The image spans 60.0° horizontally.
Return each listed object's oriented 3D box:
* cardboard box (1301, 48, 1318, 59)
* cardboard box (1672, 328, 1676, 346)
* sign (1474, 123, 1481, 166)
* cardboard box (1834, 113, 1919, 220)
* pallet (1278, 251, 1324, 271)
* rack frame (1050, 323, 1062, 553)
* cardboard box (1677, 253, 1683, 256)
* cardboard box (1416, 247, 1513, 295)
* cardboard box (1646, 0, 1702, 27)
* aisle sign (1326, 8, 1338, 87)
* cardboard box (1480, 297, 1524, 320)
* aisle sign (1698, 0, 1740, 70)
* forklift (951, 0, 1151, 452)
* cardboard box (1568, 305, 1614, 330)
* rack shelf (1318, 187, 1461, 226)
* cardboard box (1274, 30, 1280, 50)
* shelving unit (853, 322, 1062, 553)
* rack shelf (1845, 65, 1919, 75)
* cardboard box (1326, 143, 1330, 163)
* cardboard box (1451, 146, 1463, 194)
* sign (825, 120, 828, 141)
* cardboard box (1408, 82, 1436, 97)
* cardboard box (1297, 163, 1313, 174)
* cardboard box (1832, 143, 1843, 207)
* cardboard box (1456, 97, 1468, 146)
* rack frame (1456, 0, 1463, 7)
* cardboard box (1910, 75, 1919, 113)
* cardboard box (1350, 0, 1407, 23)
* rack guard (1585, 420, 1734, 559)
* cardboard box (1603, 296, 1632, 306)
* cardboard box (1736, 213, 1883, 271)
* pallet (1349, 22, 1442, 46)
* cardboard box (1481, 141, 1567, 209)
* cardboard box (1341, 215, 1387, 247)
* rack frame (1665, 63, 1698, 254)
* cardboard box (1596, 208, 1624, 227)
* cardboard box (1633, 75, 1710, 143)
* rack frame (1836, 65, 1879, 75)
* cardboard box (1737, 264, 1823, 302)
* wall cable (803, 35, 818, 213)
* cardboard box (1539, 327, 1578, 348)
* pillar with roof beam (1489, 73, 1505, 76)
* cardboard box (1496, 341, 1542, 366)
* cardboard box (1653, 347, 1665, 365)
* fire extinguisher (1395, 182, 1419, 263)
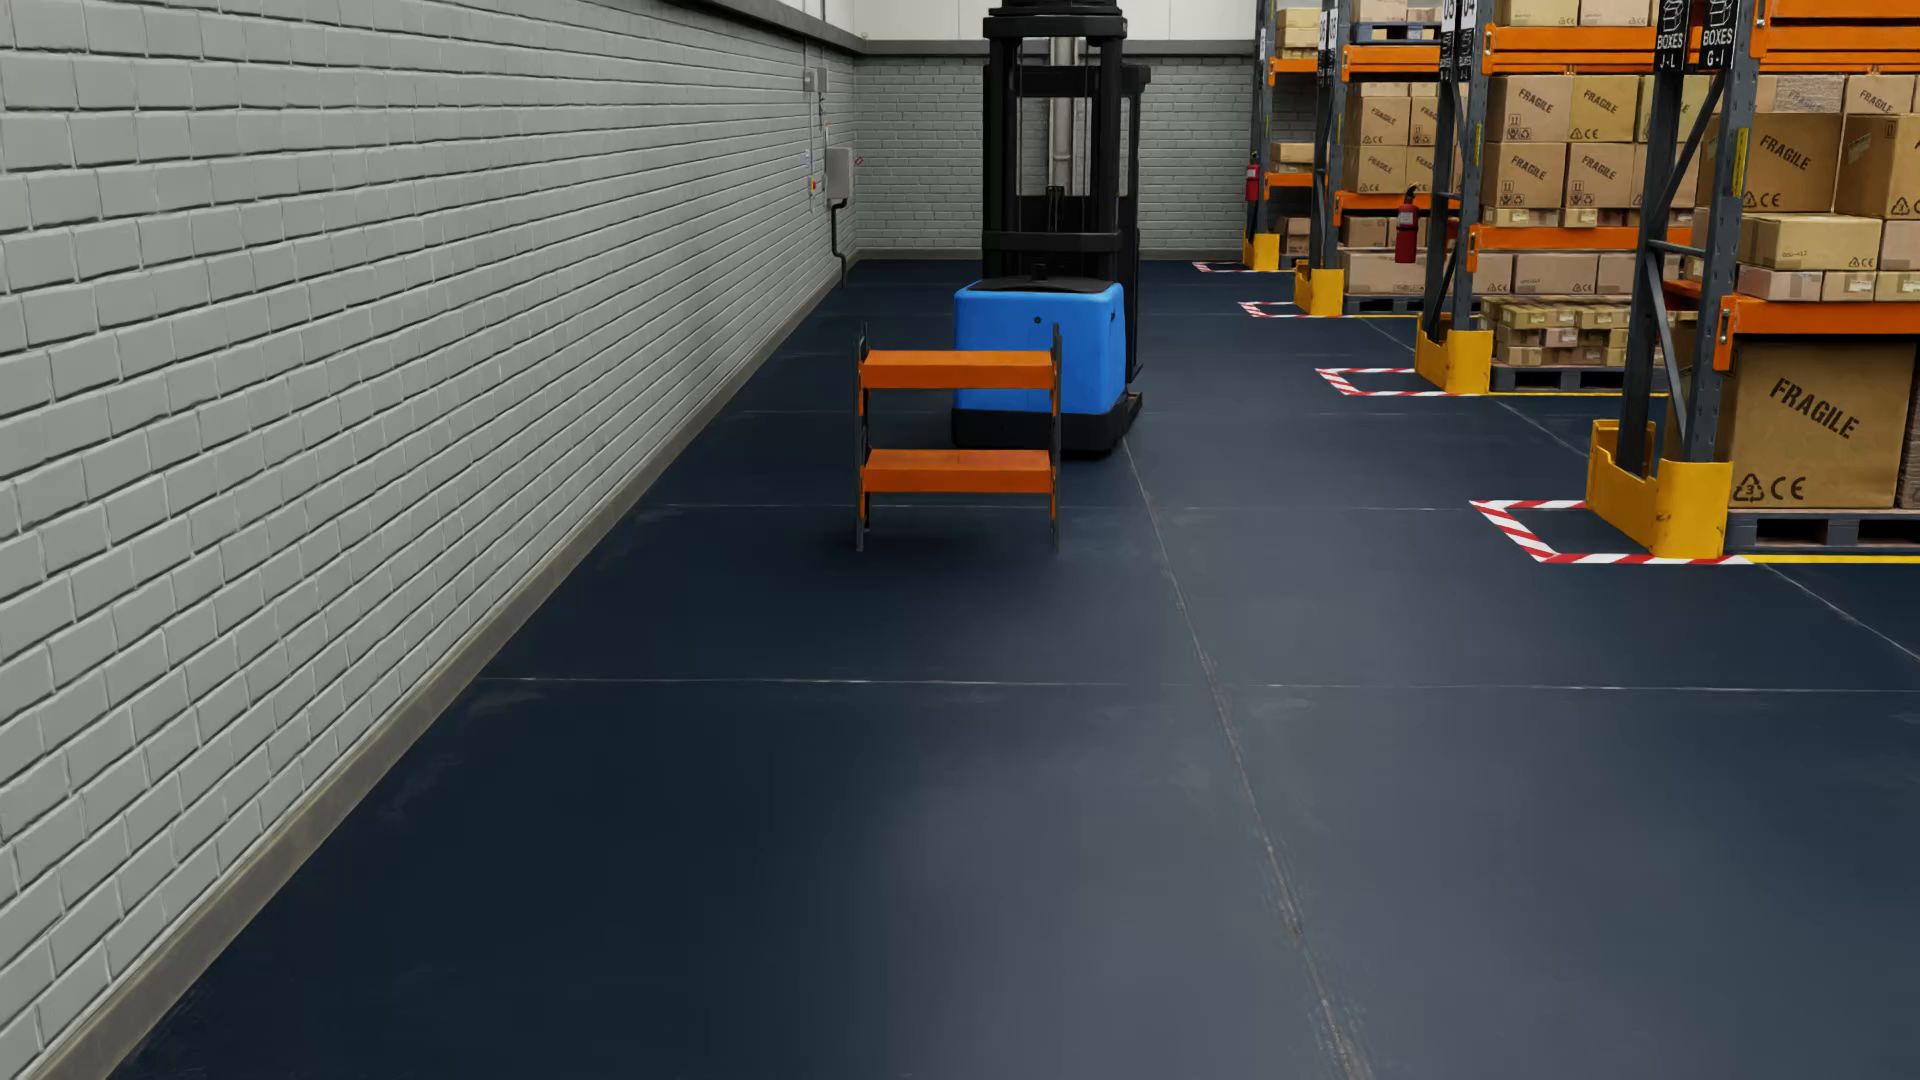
[{"bbox_3d":[4.721,-6.568,22.466,0.250,0.149,0.380,1,15,2],"label":"cardboard box"},{"bbox_3d":[5.827,-1.673,13.482,0.250,0.149,0.380,1,15,4],"label":"cardboard box"},{"bbox_3d":[3.984,-3.046,12.810,0.005,0.325,0.100,0,15,1],"label":"sign"},{"bbox_3d":[4.742,-1.861,8.253,0.500,0.500,0.500,0,15,0],"label":"cardboard box"},{"bbox_3d":[5.019,-3.941,23.365,1.213,0.211,1.003,0,15,1],"label":"pallet"},{"bbox_3d":[0.501,-0.541,8.684,0.032,1.125,0.500,0,15,1],"label":"rack frame"},{"bbox_3d":[9.654,-4.198,22.947,0.500,0.500,0.500,0,15,0],"label":"cardboard box"},{"bbox_3d":[5.600,-3.011,18.571,0.875,0.438,0.875,1,15,3],"label":"cardboard box"},{"bbox_3d":[5.481,-4.071,12.806,0.500,0.250,0.500,0,15,0],"label":"cardboard box"},{"bbox_3d":[3.943,-5.213,17.622,0.004,0.787,0.394,0,15,1],"label":"aisle sign"},{"bbox_3d":[4.533,-1.940,13.911,0.250,0.149,0.380,1,15,2],"label":"cardboard box"},{"bbox_3d":[3.690,-2.683,8.033,0.004,0.787,0.394,0,15,1],"label":"aisle sign"},{"bbox_3d":[0.751,-2.323,11.901,1.130,2.935,3.031,3,15,12],"label":"forklift"},{"bbox_3d":[5.040,-1.783,13.317,0.250,0.149,0.380,0,15,1],"label":"cardboard box"},{"bbox_3d":[6.022,-3.668,18.275,4.000,0.370,1.077,0,15,1],"label":"rack shelf"},{"bbox_3d":[4.597,-6.883,22.881,0.500,0.250,0.500,0,15,0],"label":"cardboard box"},{"bbox_3d":[-0.007,-0.544,8.697,1.048,1.125,0.538,0,15,1],"label":"shelving unit"},{"bbox_3d":[14.143,-6.333,22.492,4.000,0.370,1.077,0,15,1],"label":"rack shelf"},{"bbox_3d":[5.096,-5.292,22.727,0.500,0.250,0.500,1,15,2],"label":"cardboard box"},{"bbox_3d":[5.510,-3.997,17.914,0.500,0.500,0.500,0,15,1],"label":"cardboard box"},{"bbox_3d":[-1.624,-4.981,20.222,0.001,0.242,0.339,0,15,1],"label":"sign"},{"bbox_3d":[4.891,-4.787,17.678,0.250,0.149,0.380,1,15,3],"label":"cardboard box"},{"bbox_3d":[4.723,-5.112,22.827,0.250,0.149,0.380,1,15,3],"label":"cardboard box"},{"bbox_3d":[6.986,-2.867,13.048,0.500,0.500,0.500,0,15,0],"label":"cardboard box"},{"bbox_3d":[5.527,-4.482,17.793,0.500,0.500,0.500,0,15,1],"label":"cardboard box"},{"bbox_3d":[3.997,-5.667,12.680,0.127,3.000,1.000,0,15,1],"label":"rack frame"},{"bbox_3d":[7.519,-3.350,12.918,0.500,0.500,0.500,0,15,-1],"label":"cardboard box"},{"bbox_3d":[4.475,-5.679,17.878,0.500,0.250,0.500,-1,15,-4],"label":"cardboard box"},{"bbox_3d":[3.746,-0.294,8.973,0.348,0.500,1.175,0,15,1],"label":"rack guard"},{"bbox_3d":[5.572,-1.949,13.945,0.250,0.149,0.380,1,15,4],"label":"cardboard box"},{"bbox_3d":[4.243,-1.501,8.362,0.500,0.250,0.500,0,15,0],"label":"cardboard box"},{"bbox_3d":[4.765,-5.435,17.853,1.213,0.211,1.003,0,15,1],"label":"pallet"},{"bbox_3d":[4.439,-2.885,13.116,0.500,0.500,0.500,1,15,4],"label":"cardboard box"},{"bbox_3d":[5.608,-4.246,23.130,0.500,0.500,0.700,1,15,4],"label":"cardboard box"},{"bbox_3d":[8.021,-4.003,18.133,0.127,3.000,1.000,0,15,1],"label":"rack frame"},{"bbox_3d":[5.099,-2.586,13.254,0.250,0.149,0.380,1,15,4],"label":"cardboard box"},{"bbox_3d":[5.463,-3.361,12.958,0.500,0.500,0.500,0,15,0],"label":"cardboard box"},{"bbox_3d":[12.143,-5.243,22.833,0.127,3.000,1.000,0,15,1],"label":"rack frame"},{"bbox_3d":[4.116,-1.294,8.357,0.250,0.149,0.380,1,15,2],"label":"cardboard box"},{"bbox_3d":[-1.615,-4.566,18.215,0.123,1.953,0.585,0,15,1],"label":"wall cable"},{"bbox_3d":[4.787,-1.650,13.395,0.250,0.149,0.380,0,15,1],"label":"cardboard box"},{"bbox_3d":[7.362,-7.306,18.893,0.400,9.000,9.100,0,15,1],"label":"pillar with roof beam"},{"bbox_3d":[4.513,-1.506,13.433,0.250,0.149,0.380,1,15,3],"label":"cardboard box"},{"bbox_3d":[5.535,-1.518,13.479,0.250,0.149,0.380,0,15,2],"label":"cardboard box"},{"bbox_3d":[3.757,-2.668,13.955,0.183,0.674,0.296,0,15,1],"label":"fire extinguisher"}]
